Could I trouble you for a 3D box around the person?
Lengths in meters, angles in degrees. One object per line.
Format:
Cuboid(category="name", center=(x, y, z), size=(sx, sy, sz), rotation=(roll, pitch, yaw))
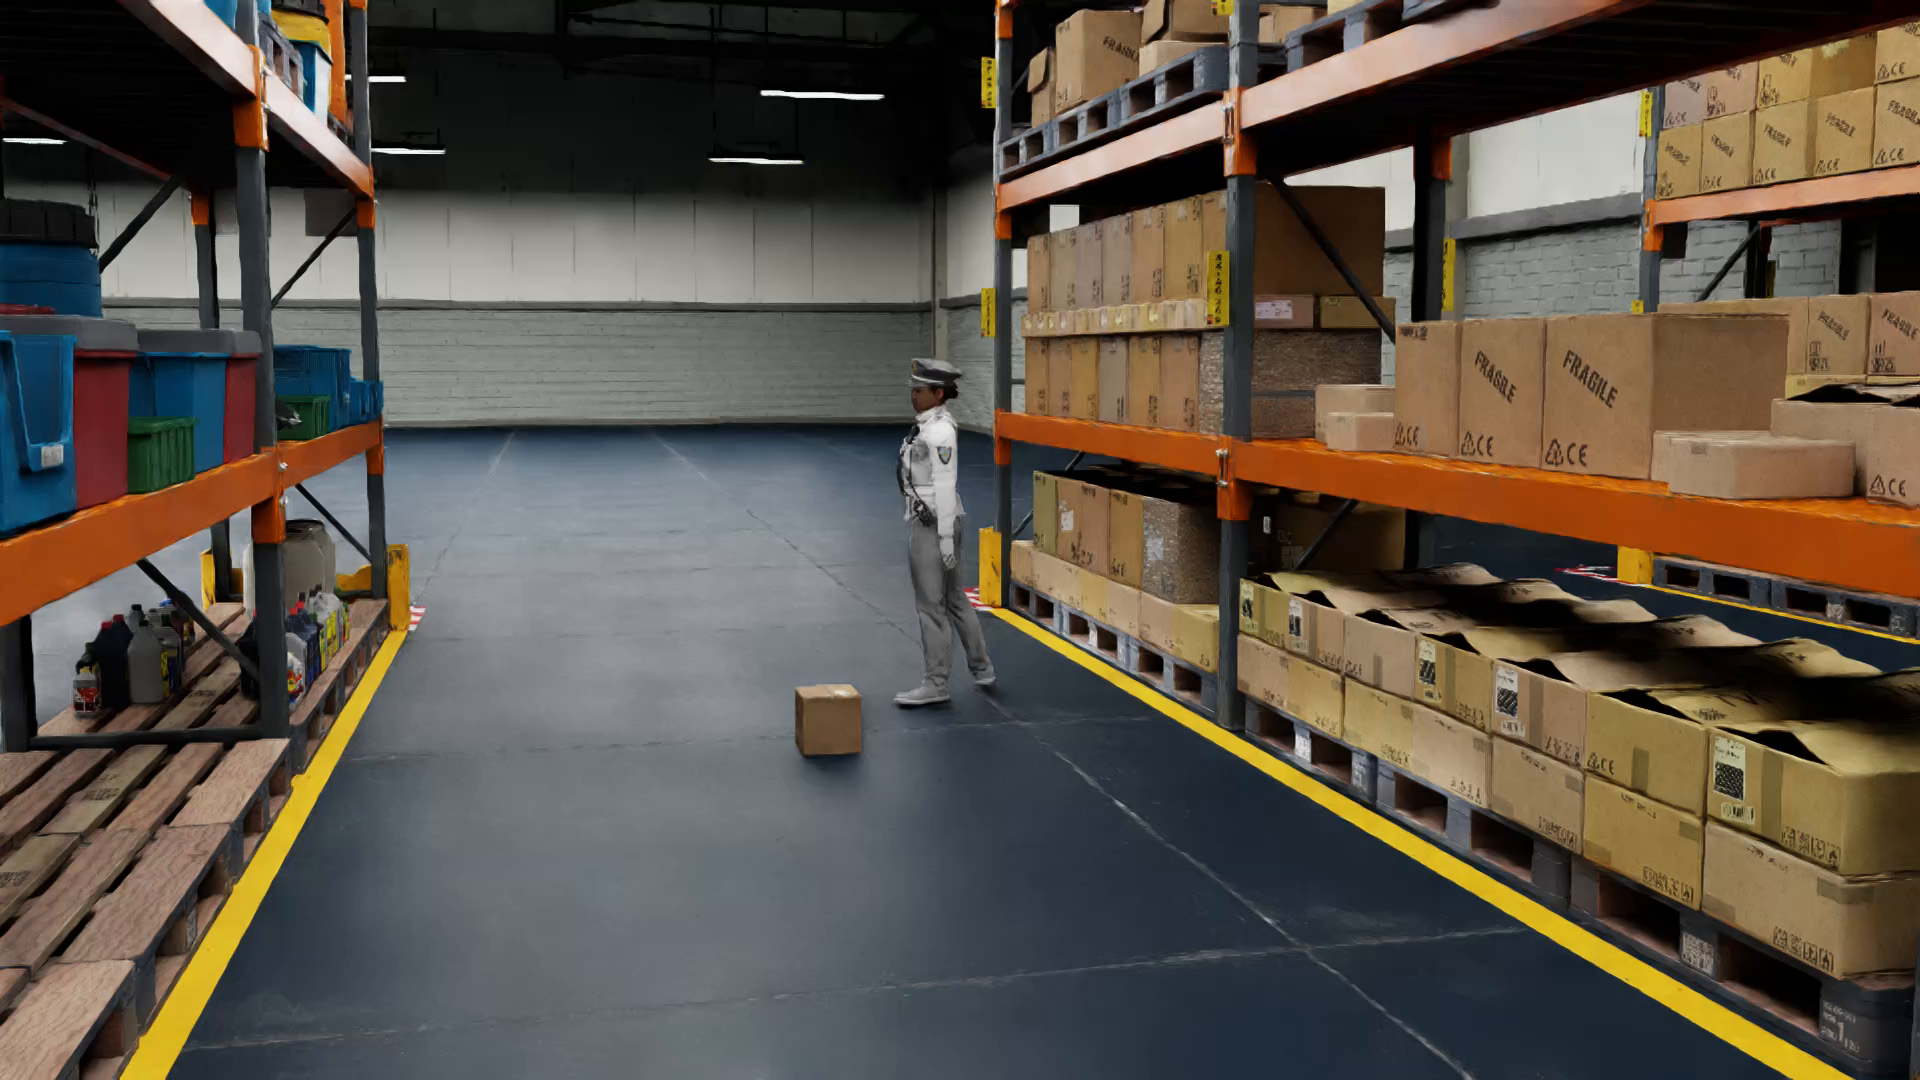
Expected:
Cuboid(category="person", center=(-0.064, -0.056, 8.162), size=(0.473, 1.669, 0.643), rotation=(0, 6, 4))
